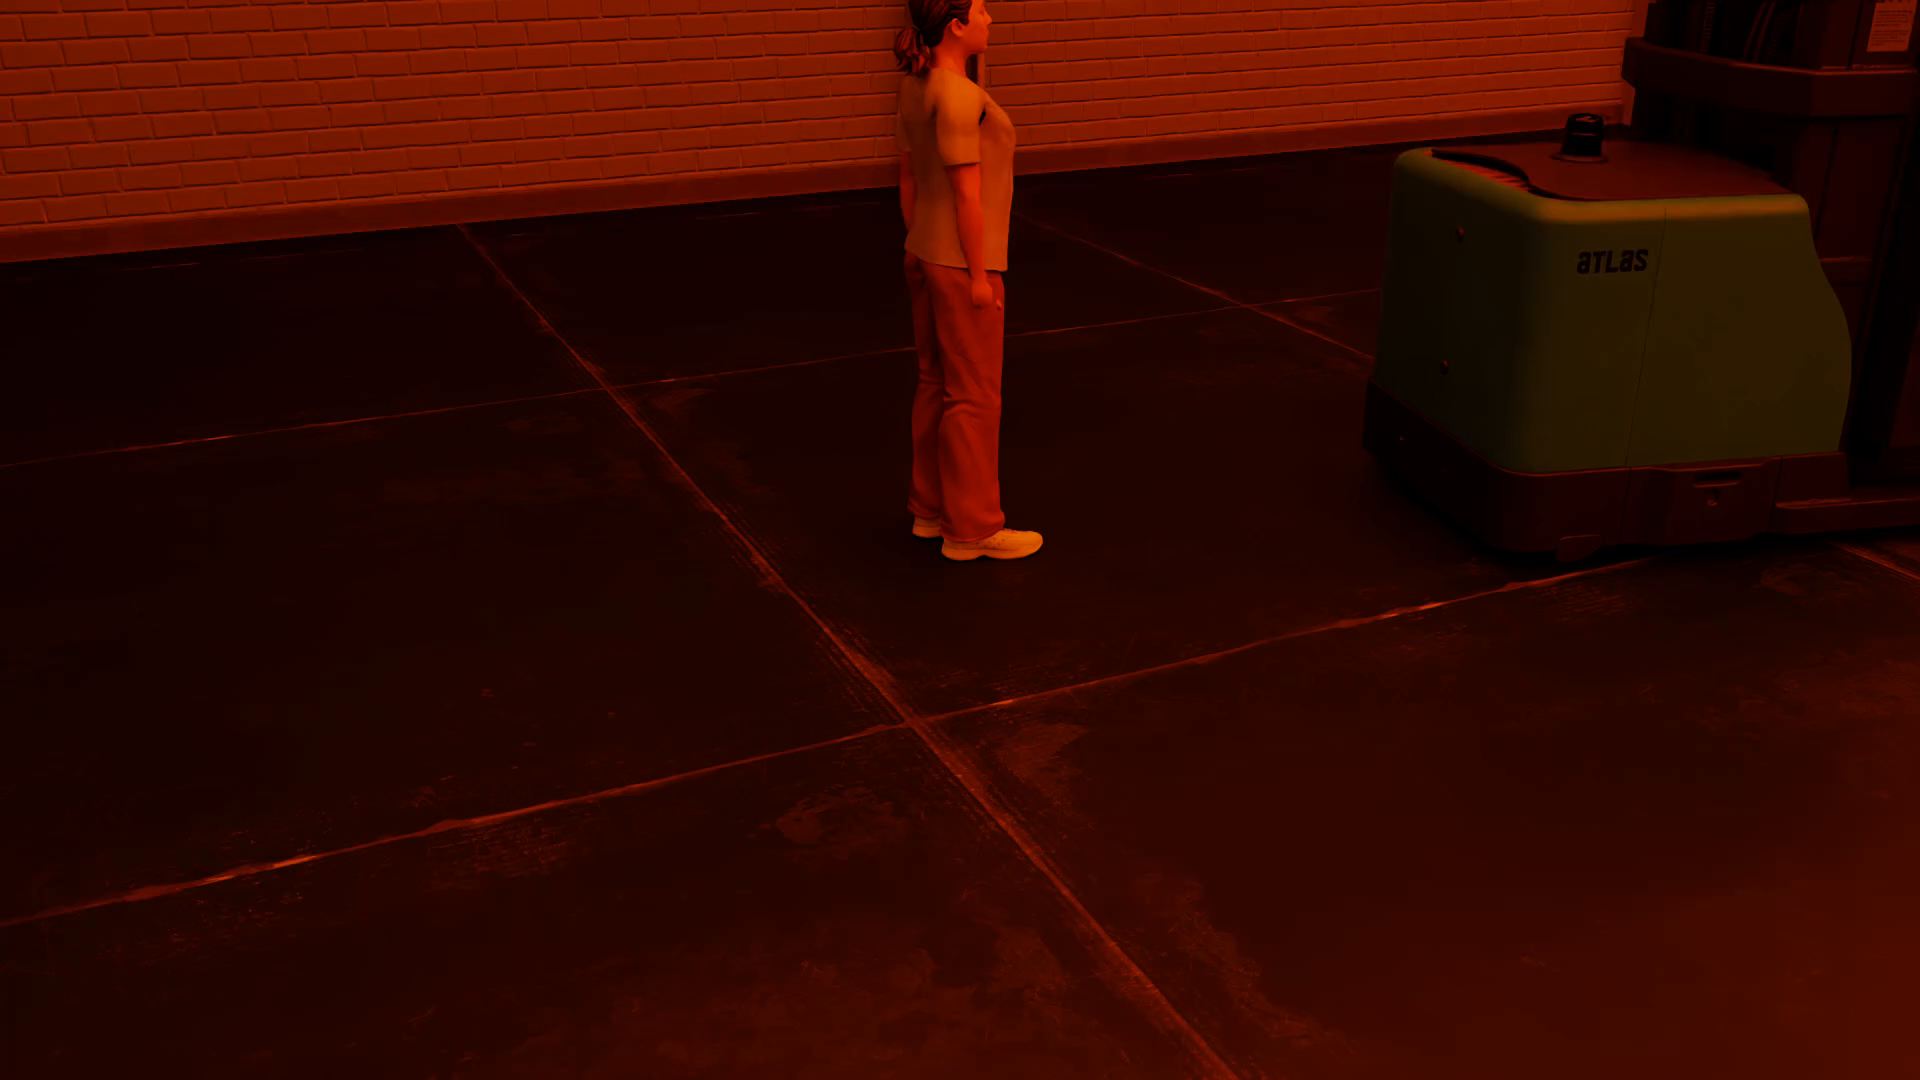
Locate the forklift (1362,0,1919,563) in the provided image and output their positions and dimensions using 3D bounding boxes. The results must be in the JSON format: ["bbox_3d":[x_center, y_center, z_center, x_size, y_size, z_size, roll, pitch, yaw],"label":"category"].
[{"bbox_3d":[2.945,-1.553,5.025,3.031,2.935,1.130,-4,23,-10],"label":"forklift"}]

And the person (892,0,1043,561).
[{"bbox_3d":[-0.002,-0.773,4.791,0.381,1.671,0.435,-10,25,-23],"label":"person"}]
